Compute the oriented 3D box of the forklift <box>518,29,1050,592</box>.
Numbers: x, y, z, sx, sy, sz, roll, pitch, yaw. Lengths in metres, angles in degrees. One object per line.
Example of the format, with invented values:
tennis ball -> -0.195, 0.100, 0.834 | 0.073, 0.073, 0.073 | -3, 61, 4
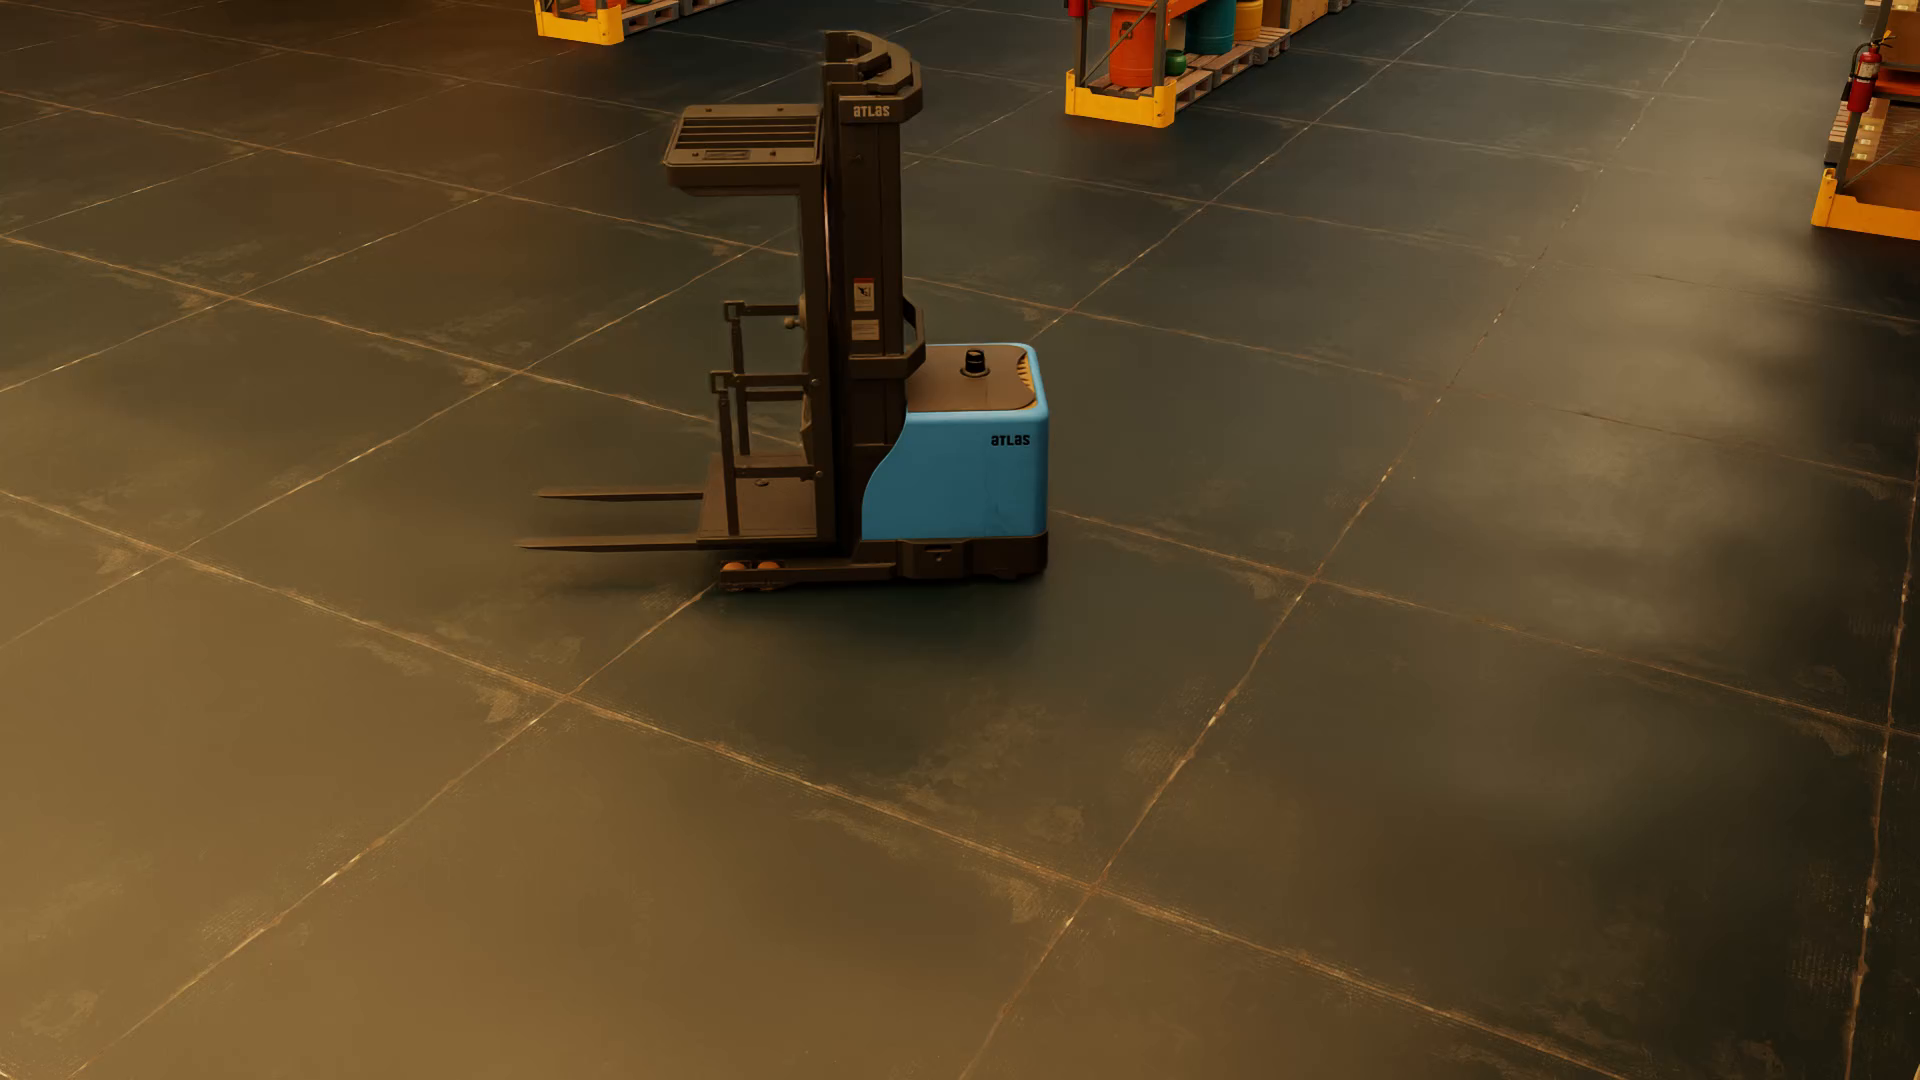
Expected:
forklift -> -1.029, -1.245, 9.227 | 3.031, 2.935, 1.130 | -1, 30, -2
